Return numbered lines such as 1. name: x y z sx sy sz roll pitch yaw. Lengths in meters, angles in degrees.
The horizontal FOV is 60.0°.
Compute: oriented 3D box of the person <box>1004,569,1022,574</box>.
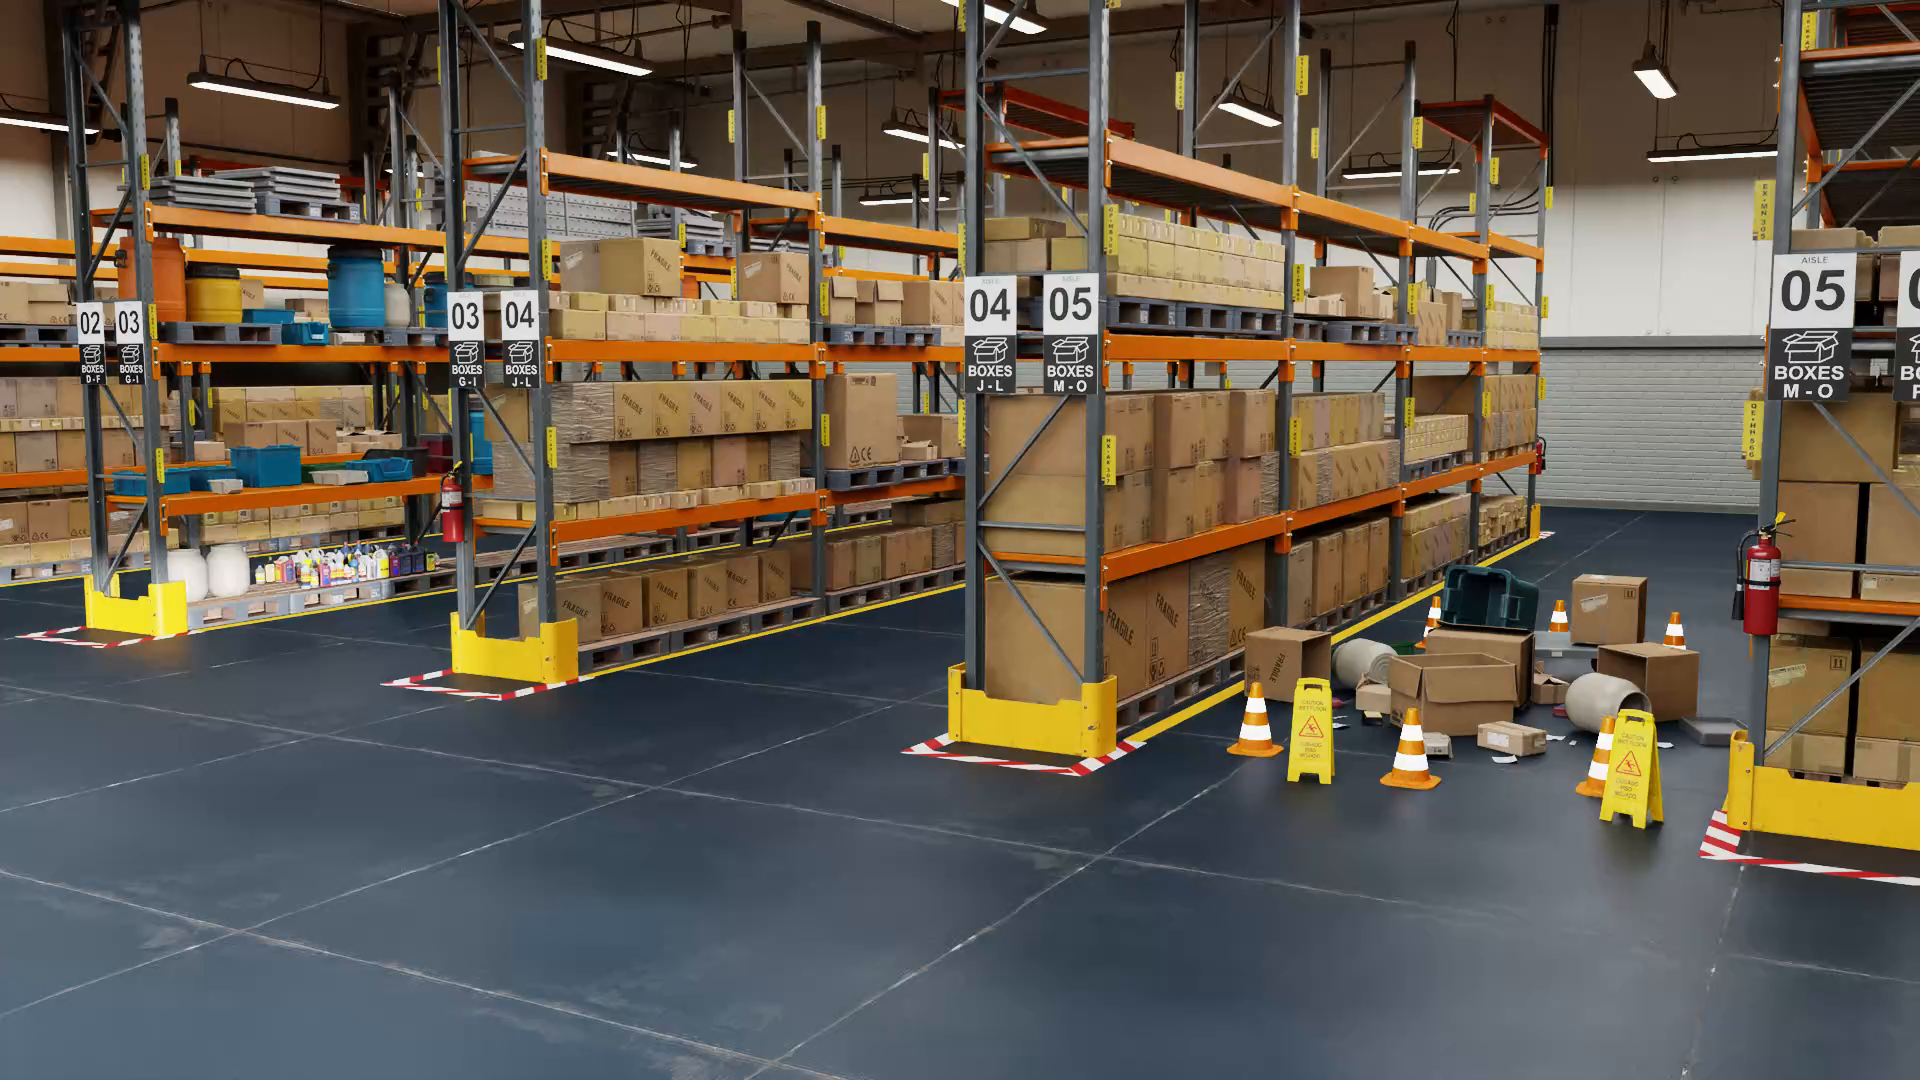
1. person: 0.612 -0.088 17.778 0.451 1.648 0.516 3 7 30
